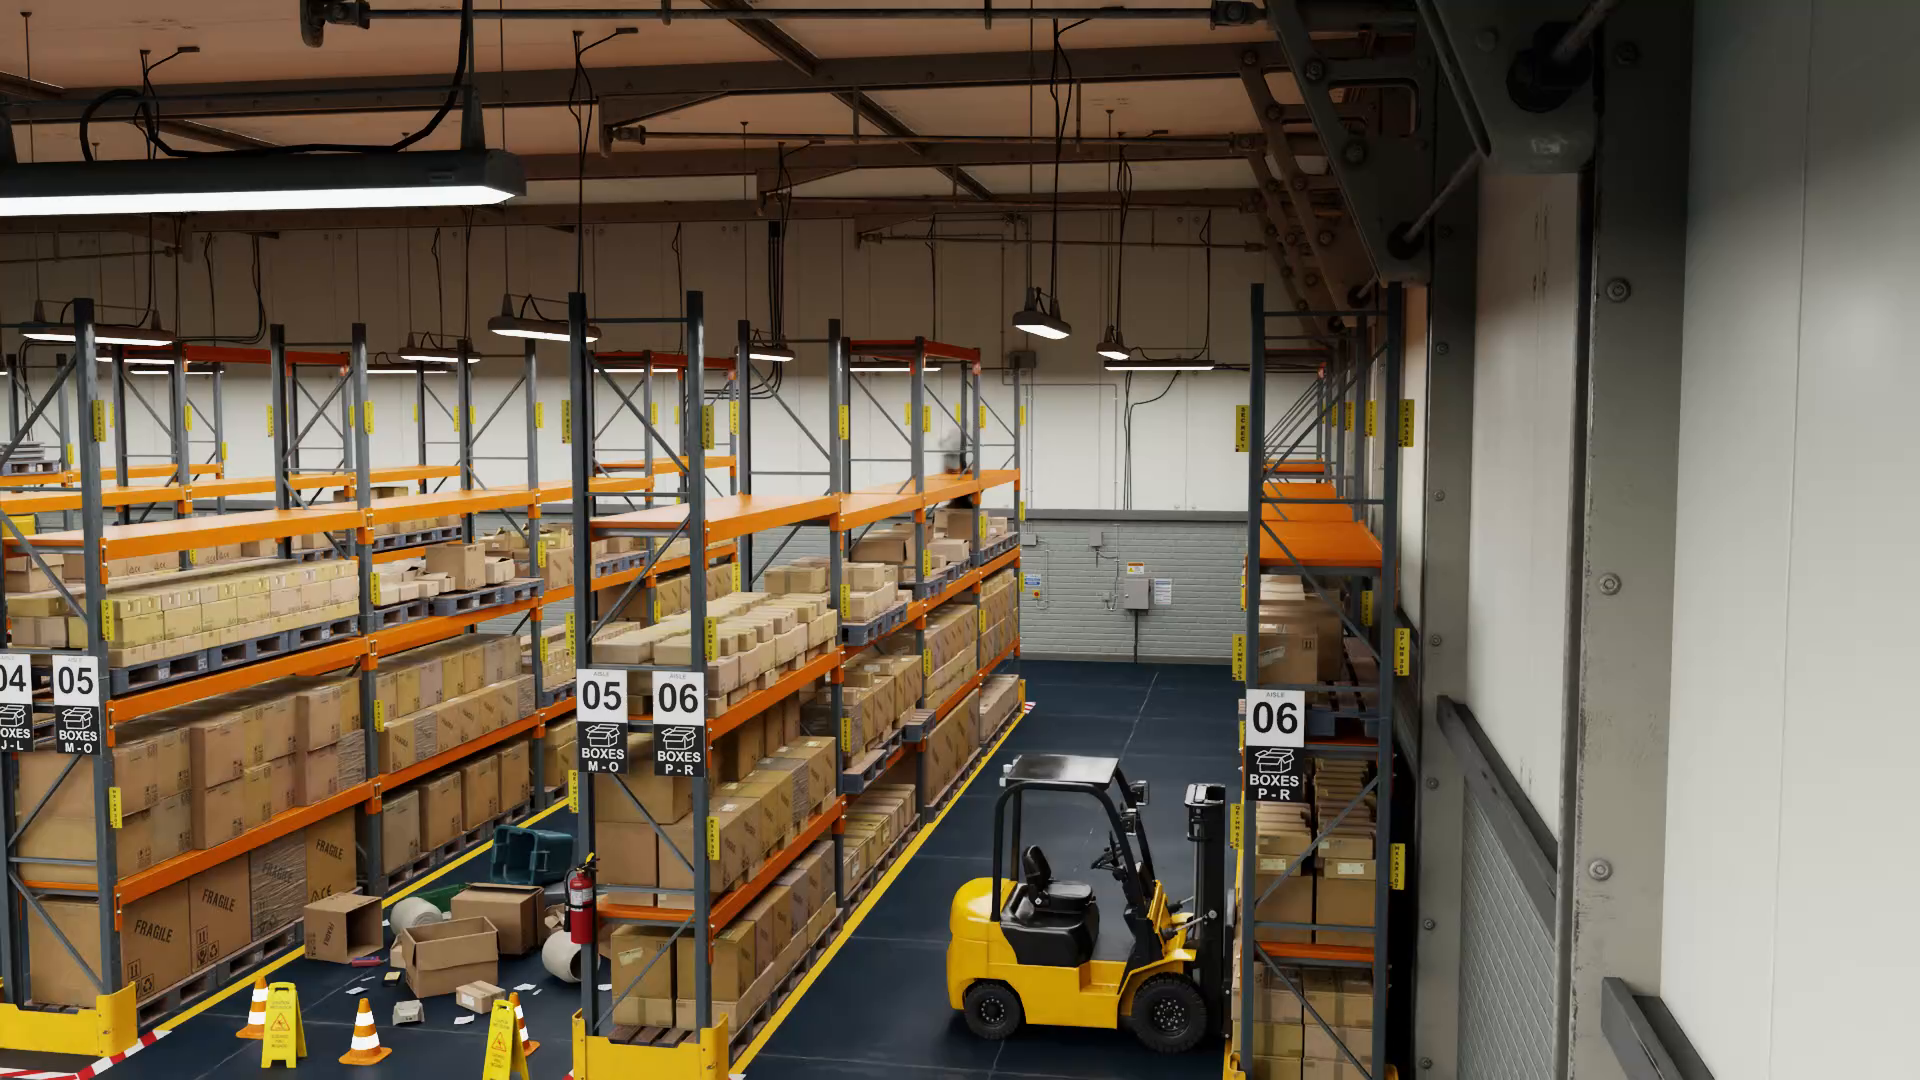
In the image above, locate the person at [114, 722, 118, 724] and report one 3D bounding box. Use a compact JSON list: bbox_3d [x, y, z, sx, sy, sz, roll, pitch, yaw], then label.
[{"bbox_3d":[-9.029,2.854,17.905,0.638,1.823,0.782,1,5,8],"label":"person"}]
